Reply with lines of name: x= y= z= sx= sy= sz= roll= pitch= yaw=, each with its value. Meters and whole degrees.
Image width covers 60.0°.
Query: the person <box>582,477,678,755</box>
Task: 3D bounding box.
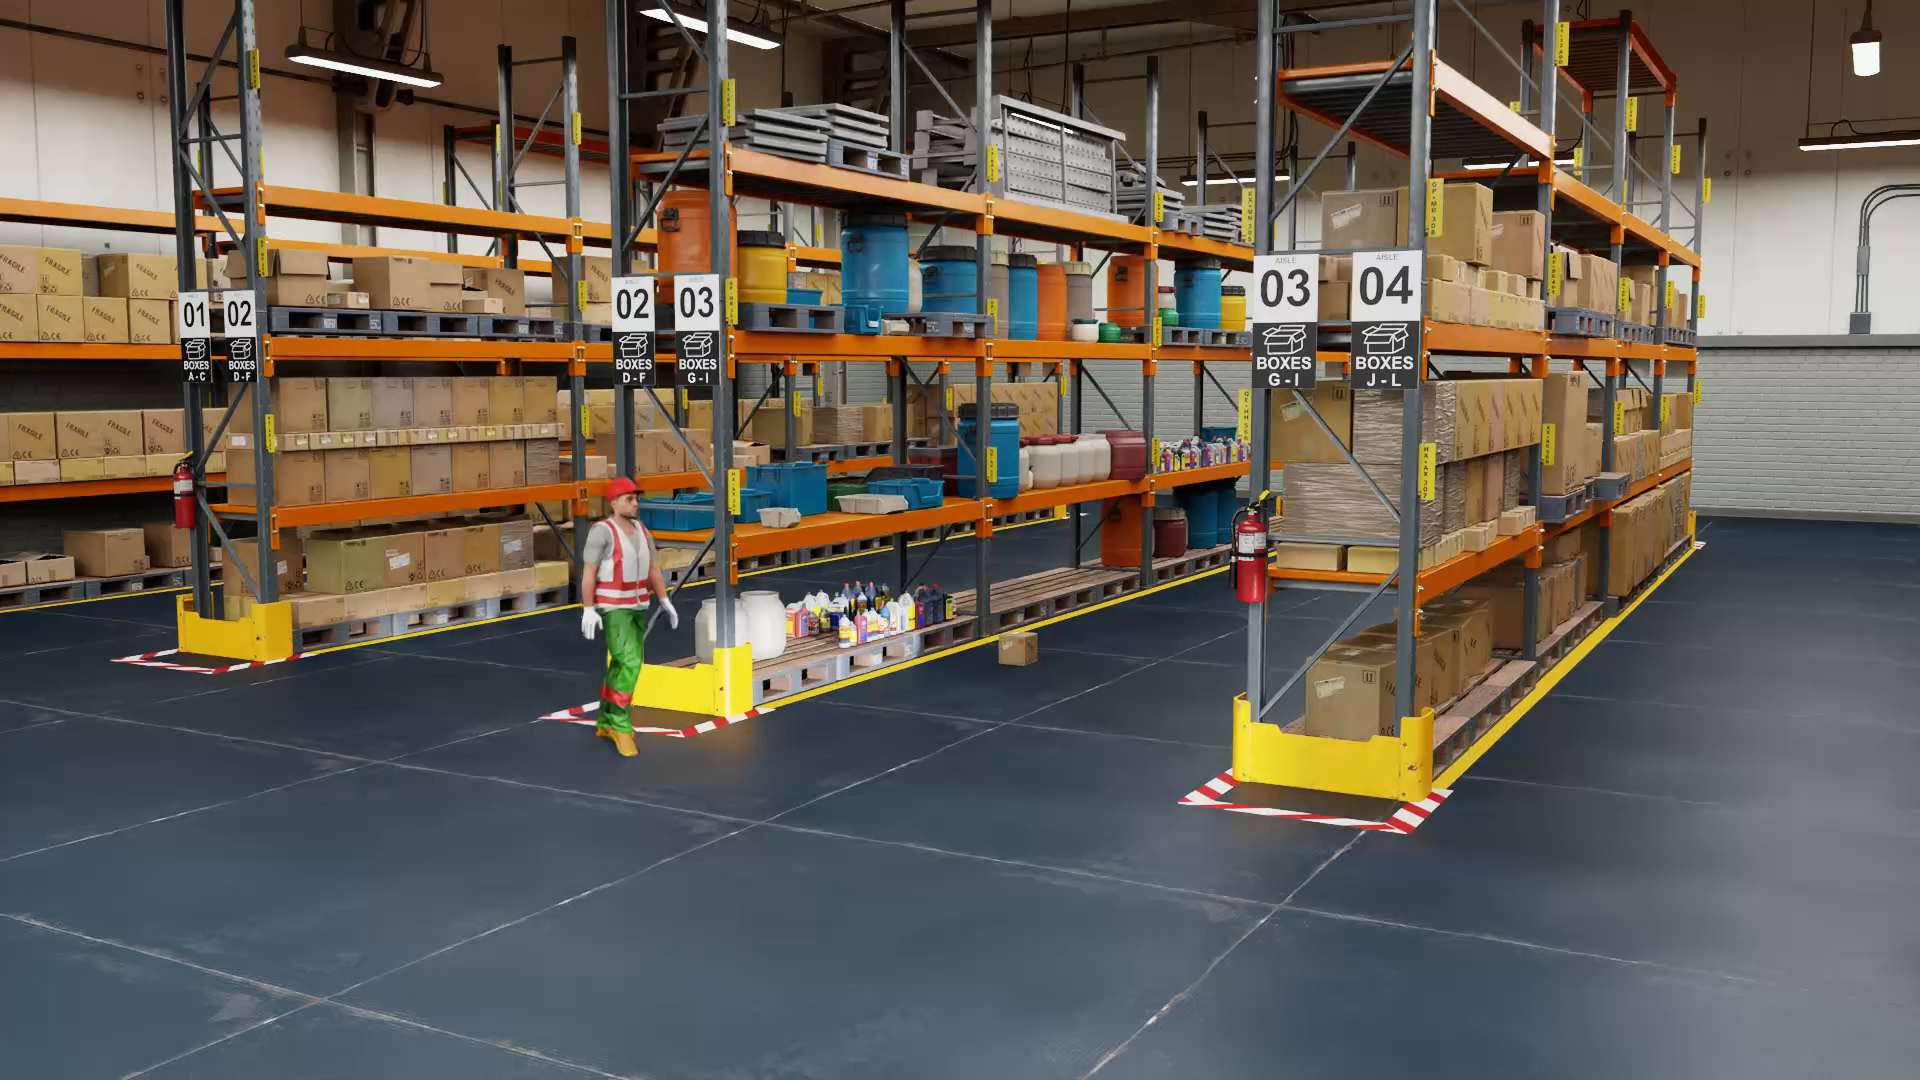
person: x=-2.240 y=0.501 z=11.118 sx=0.517 sy=1.843 sz=0.617 roll=3 pitch=7 yaw=30
